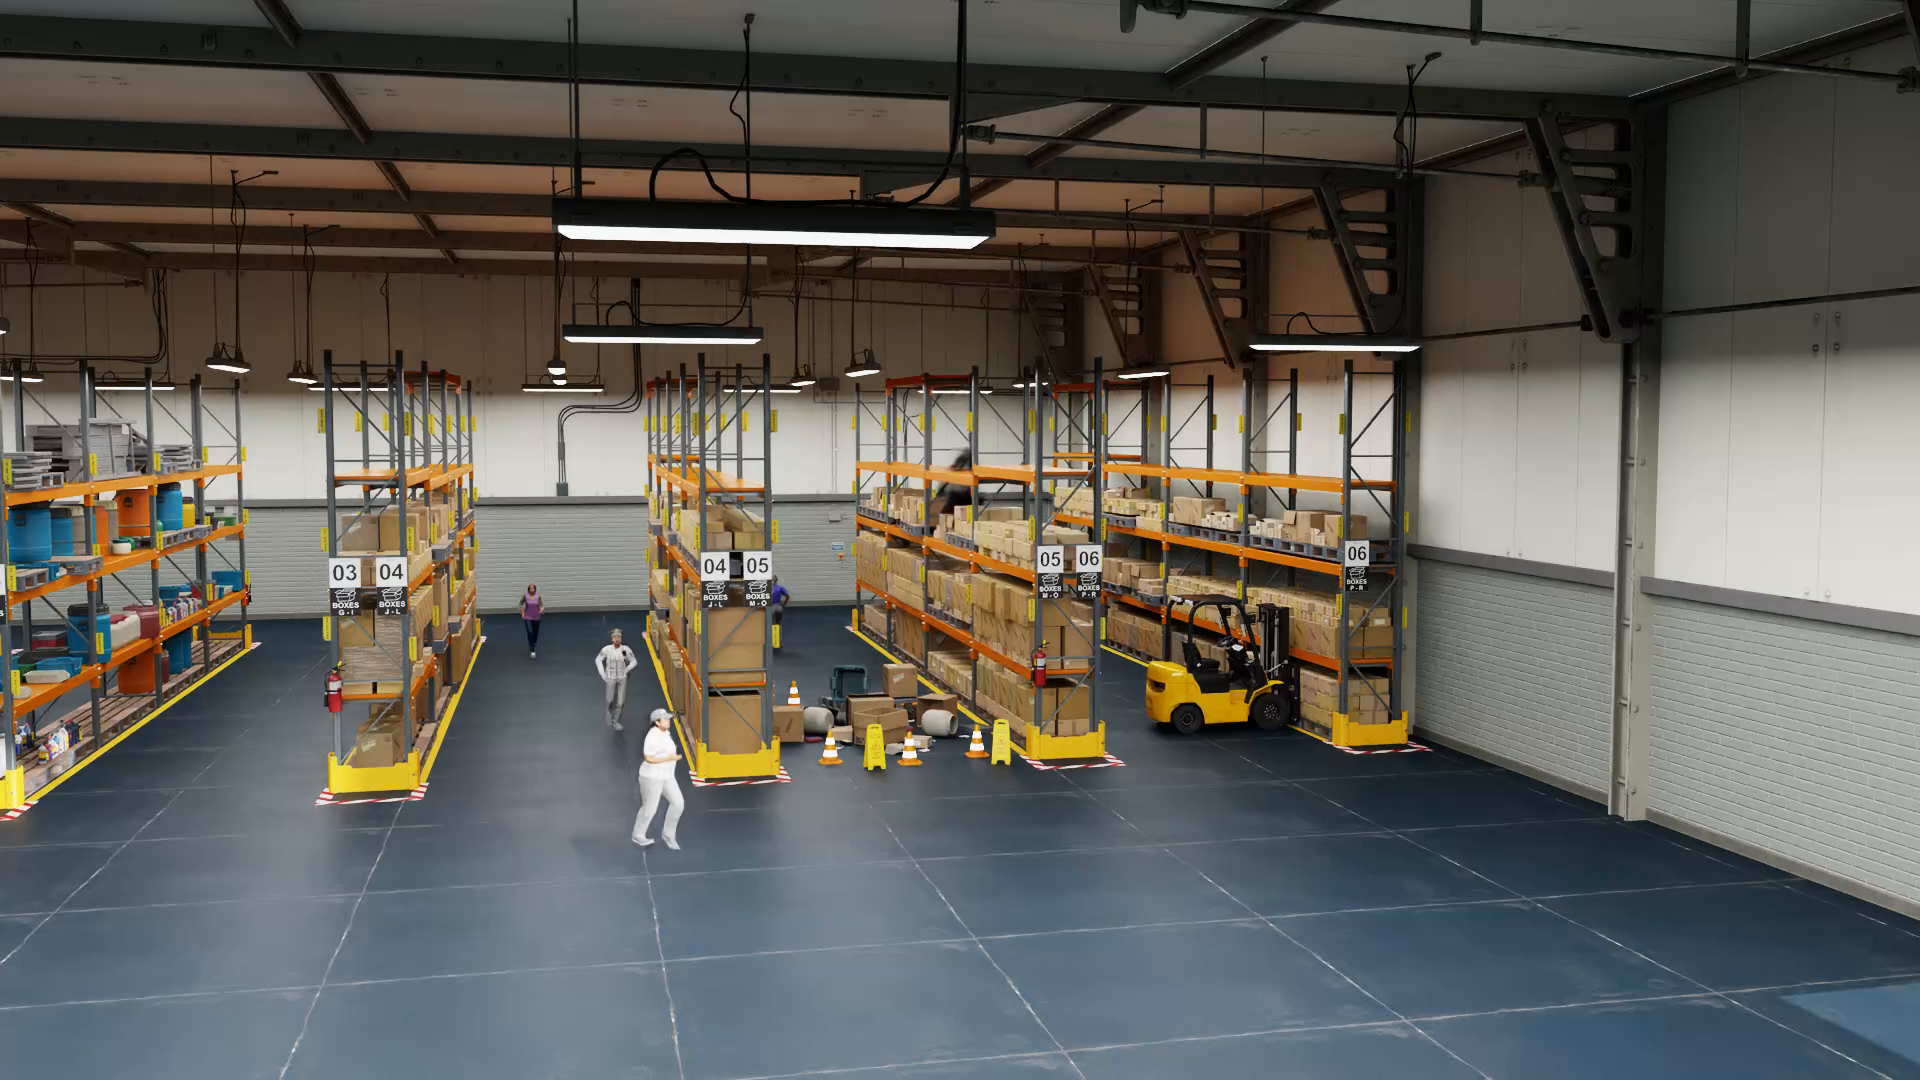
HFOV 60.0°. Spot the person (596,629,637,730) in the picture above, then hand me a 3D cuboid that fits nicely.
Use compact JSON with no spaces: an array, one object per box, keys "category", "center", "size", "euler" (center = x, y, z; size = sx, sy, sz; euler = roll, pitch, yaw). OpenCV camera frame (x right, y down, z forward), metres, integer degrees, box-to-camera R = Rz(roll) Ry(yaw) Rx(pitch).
[{"category":"person","center":[-5.605,2.277,27.173],"size":[0.662,1.669,0.502],"euler":[-1,4,-13]}]

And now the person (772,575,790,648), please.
[{"category":"person","center":[-4.127,1.610,37.097],"size":[0.550,1.680,0.695],"euler":[-2,4,-24]}]

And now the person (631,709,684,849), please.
[{"category":"person","center":[-3.551,2.842,19.530],"size":[0.724,1.715,0.571],"euler":[1,4,20]}]

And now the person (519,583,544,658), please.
[{"category":"person","center":[-9.252,1.716,35.929],"size":[0.513,1.593,0.856],"euler":[-2,4,-21]}]
